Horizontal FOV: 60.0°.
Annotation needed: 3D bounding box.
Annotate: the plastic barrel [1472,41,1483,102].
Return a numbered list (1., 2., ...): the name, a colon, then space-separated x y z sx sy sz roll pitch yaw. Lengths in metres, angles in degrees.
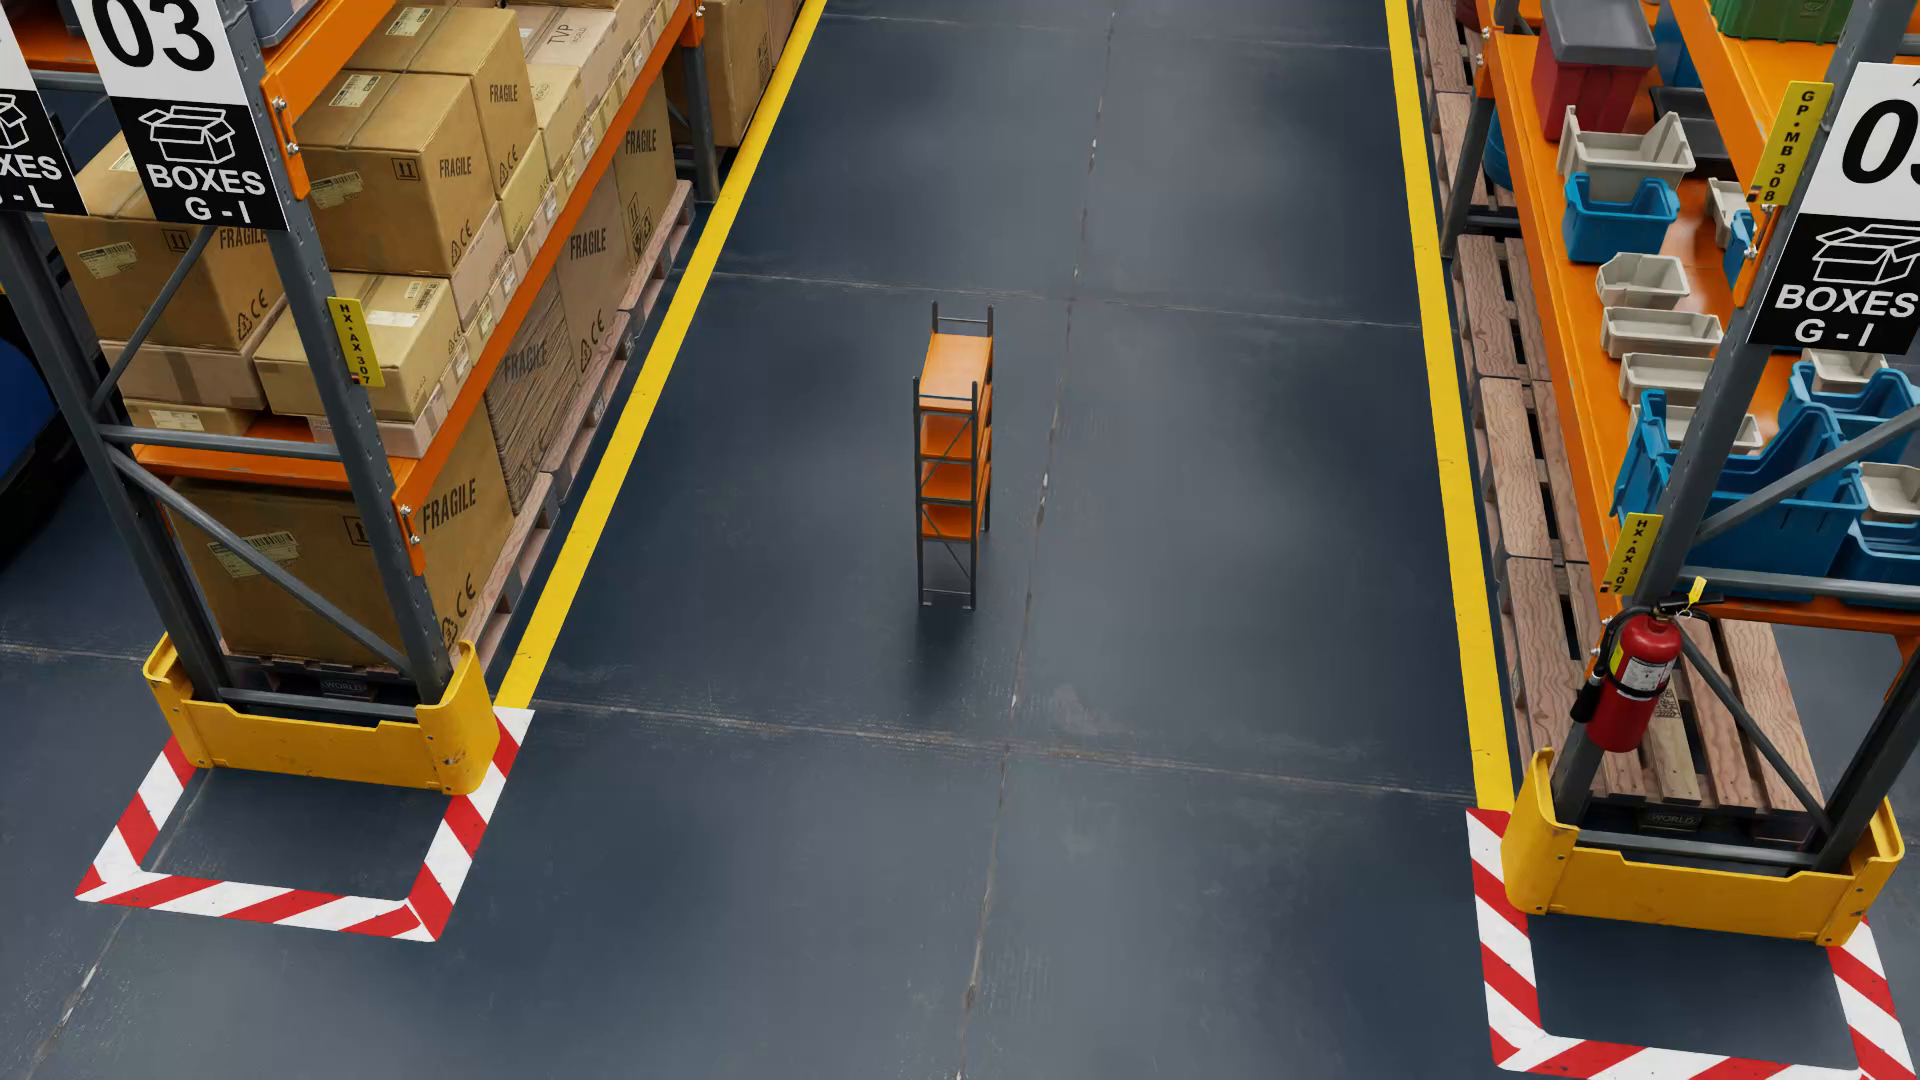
1. plastic barrel: 3.245 -2.826 9.296 0.600 0.901 0.708 5 44 6

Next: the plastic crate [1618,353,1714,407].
1. plastic crate: 2.515 -0.552 5.821 0.396 0.136 0.243 5 44 6

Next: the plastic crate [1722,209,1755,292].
1. plastic crate: 3.106 -1.059 6.287 0.416 0.233 0.300 5 44 6

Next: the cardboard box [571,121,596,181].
1. cardboard box: -1.767 -1.656 7.022 0.380 0.149 0.250 6 44 6

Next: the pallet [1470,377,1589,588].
1. pallet: 2.845 -0.232 7.364 1.003 0.211 1.213 5 44 6

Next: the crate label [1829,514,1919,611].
1. crate label: 2.893 0.043 5.123 0.416 0.233 0.303 5 44 6

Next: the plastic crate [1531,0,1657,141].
1. plastic crate: 2.696 -2.043 7.158 0.402 0.464 0.583 5 44 6

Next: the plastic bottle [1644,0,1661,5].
1. plastic bottle: 3.436 -2.804 8.087 0.144 0.351 0.185 5 44 6

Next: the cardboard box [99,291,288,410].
1. cardboard box: -2.575 -0.716 5.739 0.500 0.250 0.500 5 44 5

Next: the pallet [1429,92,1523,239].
1. pallet: 3.206 -2.093 9.329 1.003 0.211 1.213 5 44 6

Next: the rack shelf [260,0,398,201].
1. rack shelf: -2.112 -2.499 6.071 1.077 0.370 4.000 5 44 6

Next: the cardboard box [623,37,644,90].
1. cardboard box: -1.665 -2.179 7.575 0.380 0.149 0.250 6 44 6

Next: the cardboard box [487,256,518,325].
1. cardboard box: -1.903 -0.956 6.283 0.380 0.149 0.250 5 44 5

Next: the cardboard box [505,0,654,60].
1. cardboard box: -1.711 -2.410 7.528 0.500 0.250 0.500 6 44 7

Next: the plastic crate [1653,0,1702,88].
1. plastic crate: 3.339 -2.250 7.435 0.392 0.384 0.575 5 44 6

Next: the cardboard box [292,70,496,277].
1. cardboard box: -1.979 -1.277 5.786 0.500 0.500 0.500 4 44 4

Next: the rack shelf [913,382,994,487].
1. rack shelf: -0.022 -0.436 6.633 0.258 0.148 0.480 5 44 6

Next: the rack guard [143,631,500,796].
1. rack guard: -2.379 0.616 6.258 1.175 0.500 0.348 5 44 6

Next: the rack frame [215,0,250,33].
1. rack frame: -2.376 -2.486 3.353 1.000 3.000 0.127 5 44 6

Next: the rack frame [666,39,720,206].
1. rack frame: -1.847 -3.034 8.294 1.000 3.000 0.127 5 44 6

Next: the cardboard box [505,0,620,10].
1. cardboard box: -1.713 -2.681 7.269 0.500 0.500 0.500 6 44 6

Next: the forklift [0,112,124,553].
1. forklift: -4.493 -1.770 7.010 1.130 2.935 3.031 5 44 5

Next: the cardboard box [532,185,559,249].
1. cardboard box: -1.834 -1.305 6.651 0.380 0.149 0.250 5 44 5

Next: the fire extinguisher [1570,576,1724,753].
1. fire extinguisher: 2.063 0.368 5.030 0.296 0.674 0.183 5 44 6

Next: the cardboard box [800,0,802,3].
1. cardboard box: -1.556 -4.065 10.624 1.225 0.875 0.875 5 44 6

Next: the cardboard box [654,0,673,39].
1. cardboard box: -1.597 -2.529 7.944 0.380 0.149 0.250 6 44 6

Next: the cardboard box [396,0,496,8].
1. cardboard box: -2.301 -2.366 6.937 0.500 0.500 0.500 4 44 4

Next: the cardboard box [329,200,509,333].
1. cardboard box: -1.983 -1.019 6.059 0.500 0.250 0.500 5 44 5

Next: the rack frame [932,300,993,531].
1. rack frame: 0.010 -0.489 6.916 0.240 1.200 0.015 5 44 6

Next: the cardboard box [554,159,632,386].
1. cardboard box: -2.133 -1.359 7.765 0.875 0.875 0.875 5 44 6

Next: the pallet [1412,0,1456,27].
1. pallet: 3.528 -3.756 11.085 1.003 0.211 1.213 5 44 6

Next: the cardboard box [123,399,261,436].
1. cardboard box: -2.655 -0.489 5.790 0.380 0.149 0.250 6 44 6

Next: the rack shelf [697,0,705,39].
1. rack shelf: -1.583 -4.135 9.981 1.077 0.370 4.000 5 44 6

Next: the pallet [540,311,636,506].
1. pallet: -2.184 -0.676 7.833 1.003 0.211 1.213 5 44 6

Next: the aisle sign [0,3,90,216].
1. aisle sign: -2.683 -1.230 4.499 0.394 0.787 0.004 5 44 6

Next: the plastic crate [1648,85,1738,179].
1. plastic crate: 3.181 -1.718 7.062 0.437 0.125 0.590 5 44 6

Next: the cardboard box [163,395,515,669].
1. cardboard box: -2.371 -0.132 6.470 0.875 0.875 0.875 5 44 6

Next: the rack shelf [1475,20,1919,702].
1. rack shelf: 2.798 -0.959 6.627 1.077 0.370 4.000 5 44 6

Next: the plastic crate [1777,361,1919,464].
1. plastic crate: 2.980 -0.405 5.597 0.416 0.233 0.300 5 44 6

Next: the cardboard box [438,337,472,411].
1. cardboard box: -1.969 -0.603 5.910 0.380 0.149 0.250 5 44 5

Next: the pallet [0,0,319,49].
1. pallet: -2.288 -1.871 4.949 1.003 0.211 1.213 5 44 6

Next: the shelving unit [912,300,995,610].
1. shelving unit: -0.022 -0.323 6.741 0.258 1.200 0.503 5 44 6

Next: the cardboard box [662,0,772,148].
1. cardboard box: -1.782 -2.853 9.343 1.225 0.875 0.875 5 44 6

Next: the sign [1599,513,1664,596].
1. sign: 1.986 0.044 4.925 0.100 0.325 0.005 5 44 6

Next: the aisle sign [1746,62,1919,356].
1. aisle sign: 2.234 -0.779 4.022 0.394 0.787 0.004 5 44 6

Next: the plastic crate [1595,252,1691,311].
1. plastic crate: 2.548 -0.947 6.239 0.298 0.136 0.250 5 44 6

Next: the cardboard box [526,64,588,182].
1. cardboard box: -1.849 -1.717 6.796 0.500 0.250 0.500 4 44 5

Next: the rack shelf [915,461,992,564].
1. rack shelf: -0.022 -0.130 6.923 0.258 0.148 0.480 5 44 6

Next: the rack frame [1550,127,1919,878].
1. rack frame: 2.534 0.143 4.940 1.000 3.000 0.127 5 44 6
